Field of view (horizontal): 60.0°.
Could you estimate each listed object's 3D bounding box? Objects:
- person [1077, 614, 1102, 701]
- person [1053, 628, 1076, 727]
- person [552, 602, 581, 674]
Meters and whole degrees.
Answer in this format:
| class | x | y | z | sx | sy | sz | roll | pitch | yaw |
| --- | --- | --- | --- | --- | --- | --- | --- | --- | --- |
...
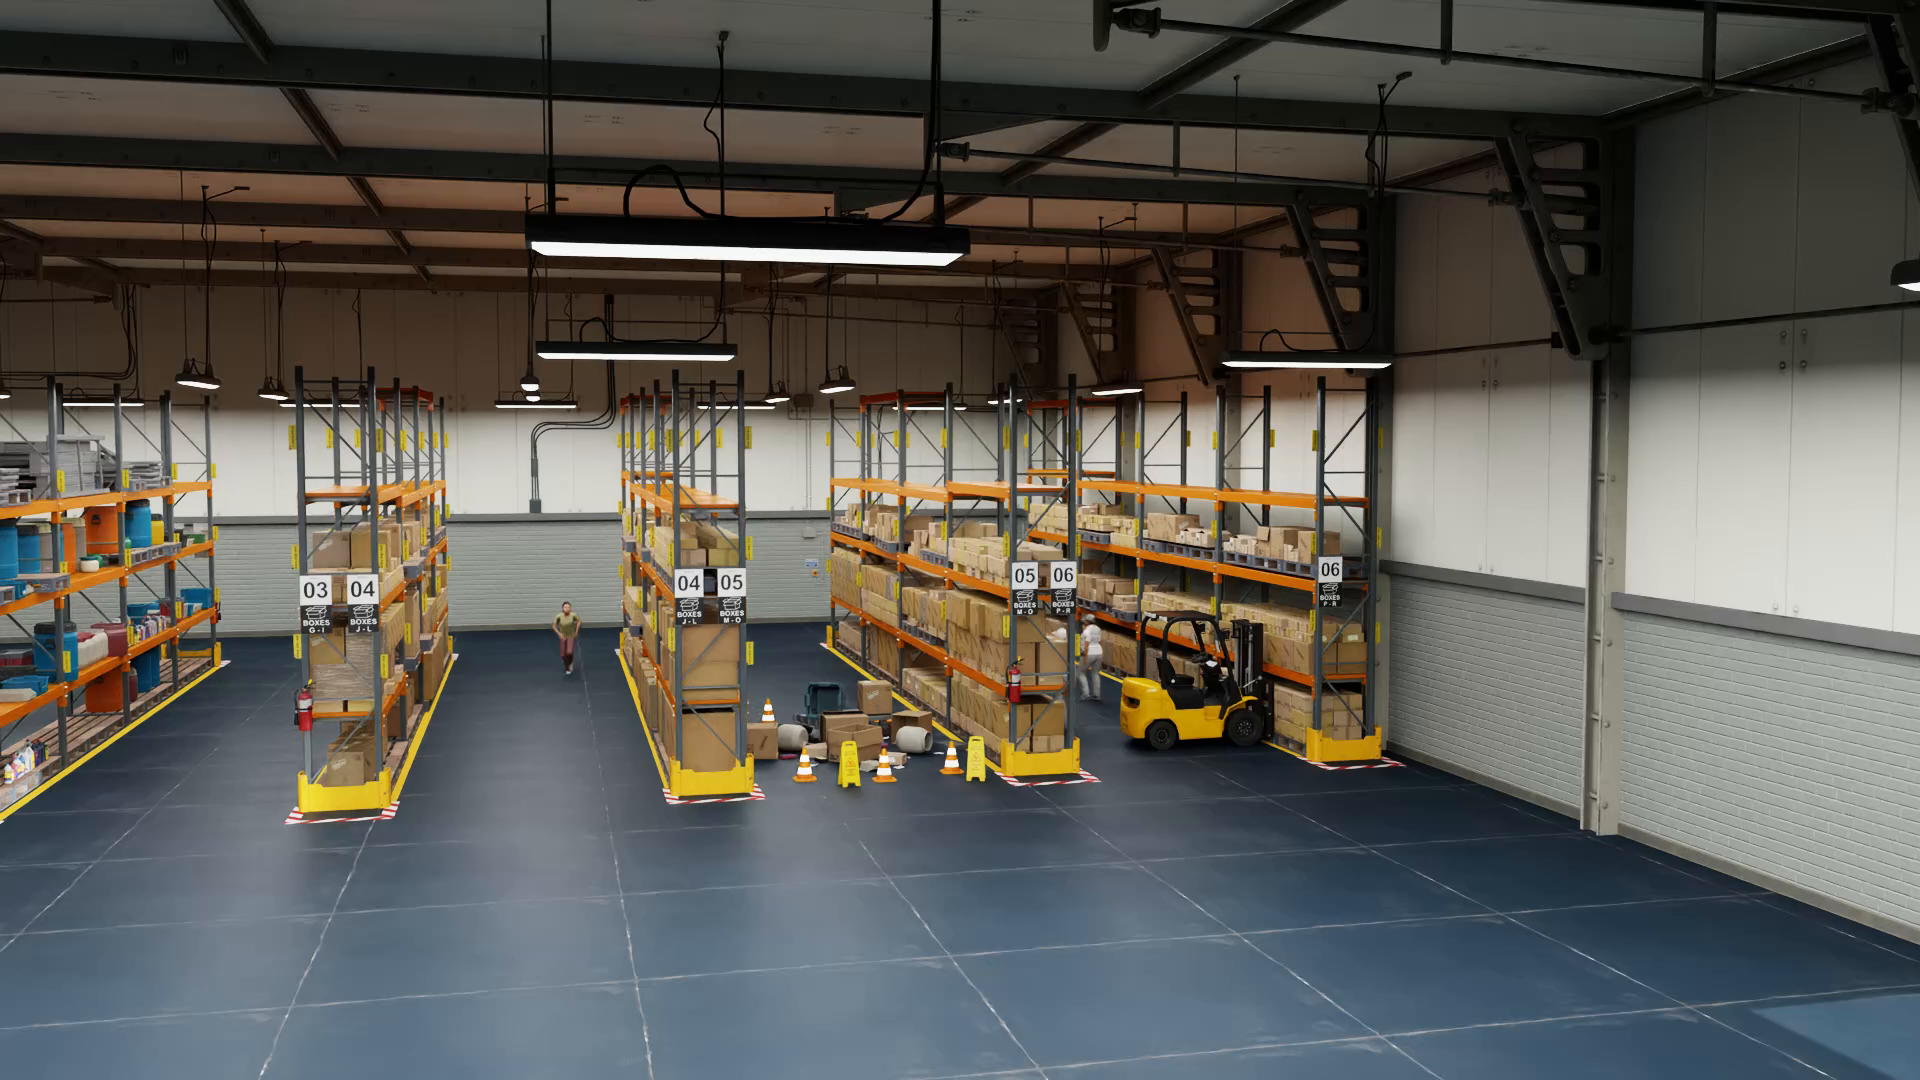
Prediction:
| class | x | y | z | sx | sy | sz | roll | pitch | yaw |
| --- | --- | --- | --- | --- | --- | --- | --- | --- | --- |
| person | 2.518 | 2.282 | 32.117 | 0.523 | 1.713 | 0.428 | -3 | 5 | -45 |
| person | 1.712 | 2.389 | 29.146 | 0.586 | 1.710 | 1.082 | -1 | 4 | -16 |
| person | -8.403 | 2.094 | 35.563 | 0.565 | 1.581 | 0.692 | 0 | 3 | -4 |
